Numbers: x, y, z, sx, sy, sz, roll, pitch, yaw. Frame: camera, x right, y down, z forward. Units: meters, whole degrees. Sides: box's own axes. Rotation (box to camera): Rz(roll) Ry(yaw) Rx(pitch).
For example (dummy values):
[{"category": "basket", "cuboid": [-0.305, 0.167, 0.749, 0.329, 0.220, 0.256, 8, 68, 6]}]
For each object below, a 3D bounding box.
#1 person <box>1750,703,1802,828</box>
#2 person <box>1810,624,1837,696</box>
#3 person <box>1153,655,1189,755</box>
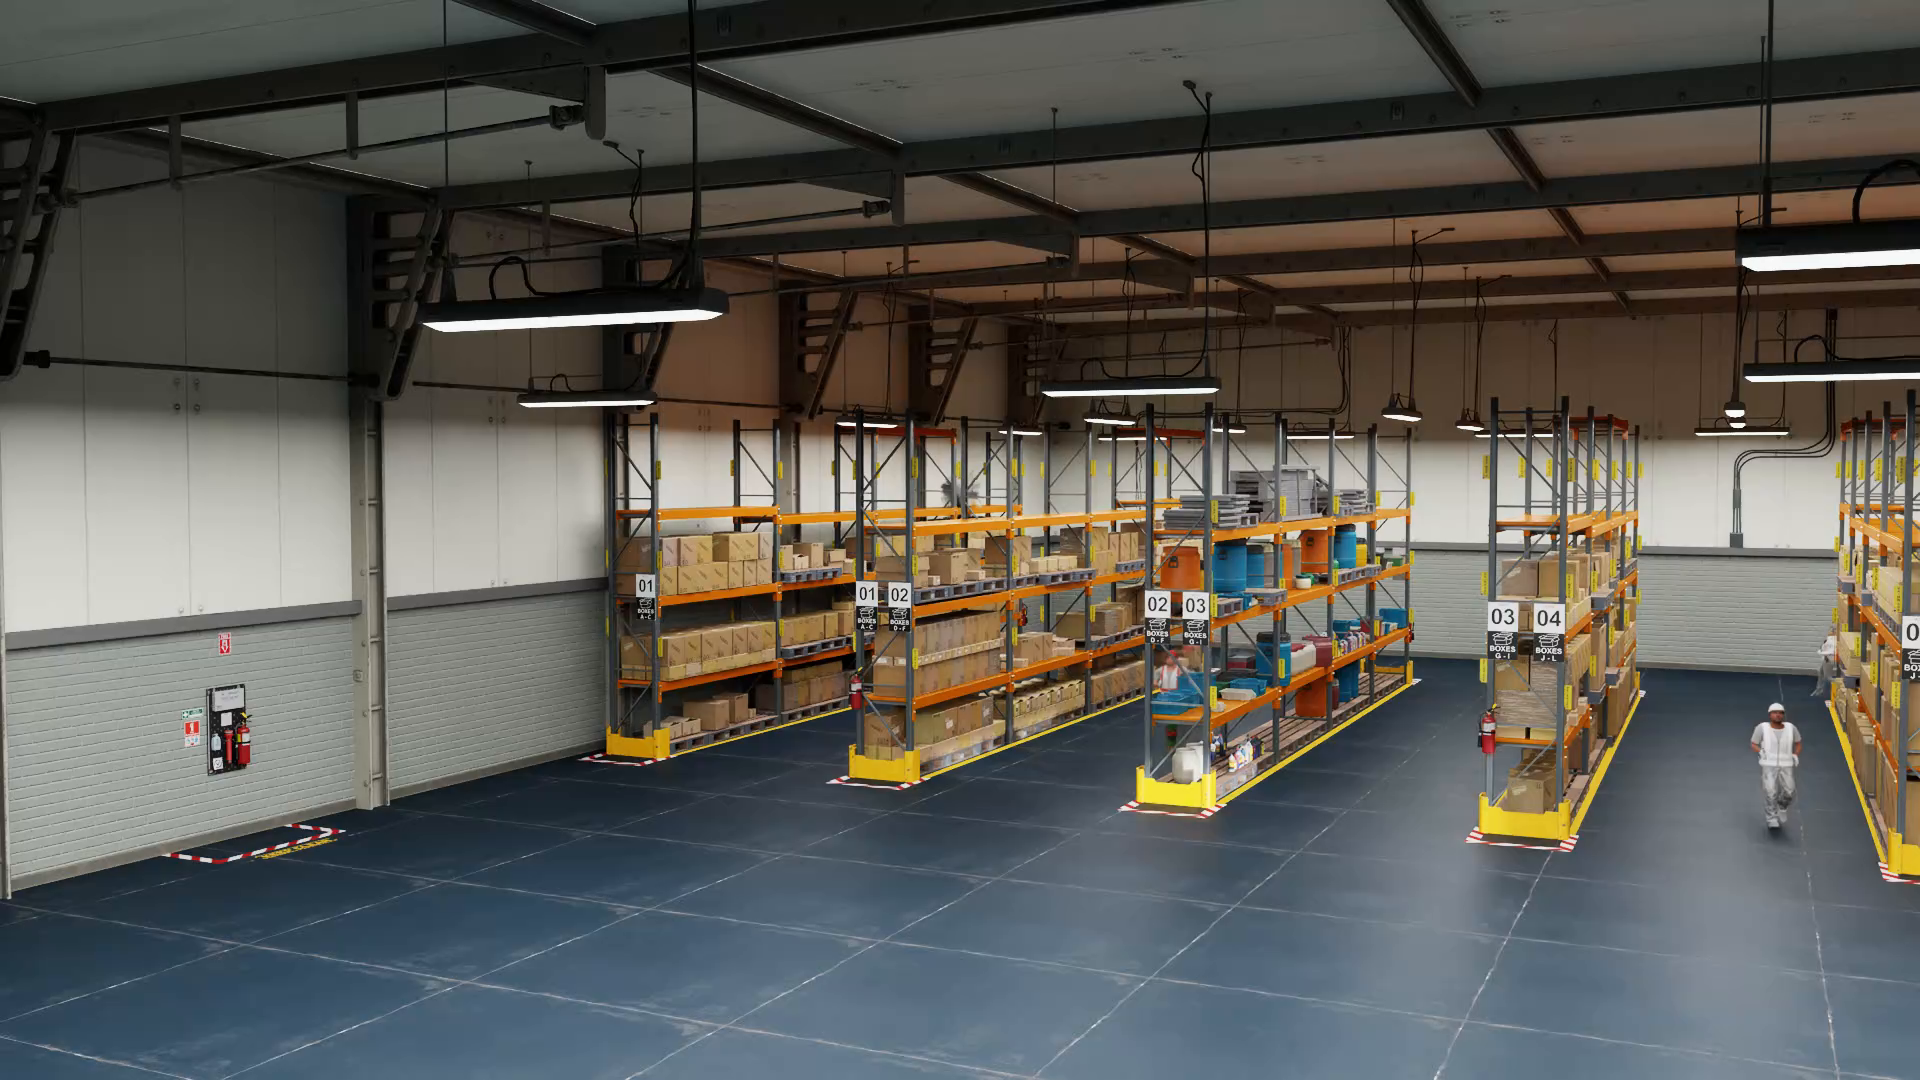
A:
[{"category": "person", "cuboid": [11.387, 3.150, 23.165, 0.672, 1.736, 0.599, 1, 3, 17]}, {"category": "person", "cuboid": [19.004, 2.653, 36.488, 0.714, 1.667, 0.730, 2, 3, 38]}, {"category": "person", "cuboid": [3.721, 2.863, 29.400, 0.650, 1.737, 0.979, 1, 3, 24]}]
